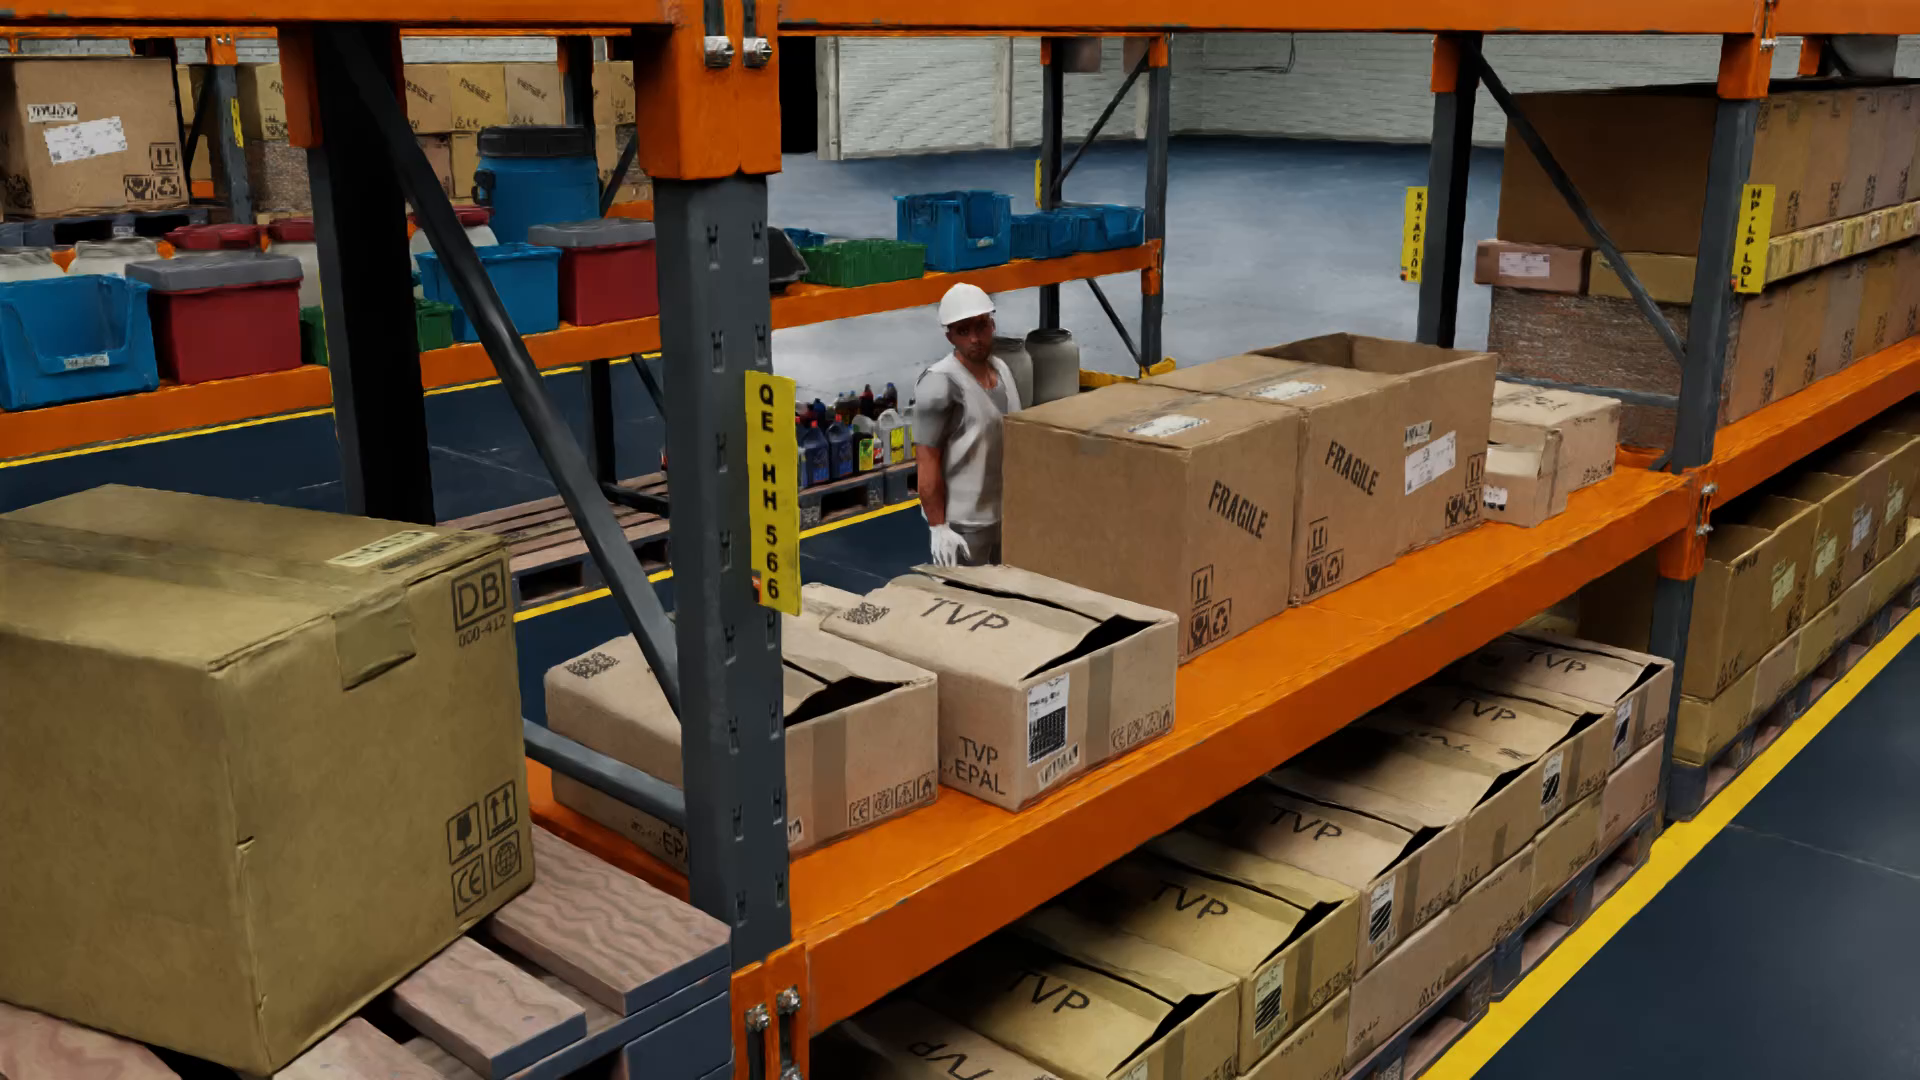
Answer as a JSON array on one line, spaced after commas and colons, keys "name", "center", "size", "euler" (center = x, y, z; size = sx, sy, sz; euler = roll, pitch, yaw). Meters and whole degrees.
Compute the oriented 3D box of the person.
[{"name": "person", "center": [0.061, -0.058, 6.149], "size": [0.432, 1.789, 0.582], "euler": [10, 19, 29]}]
